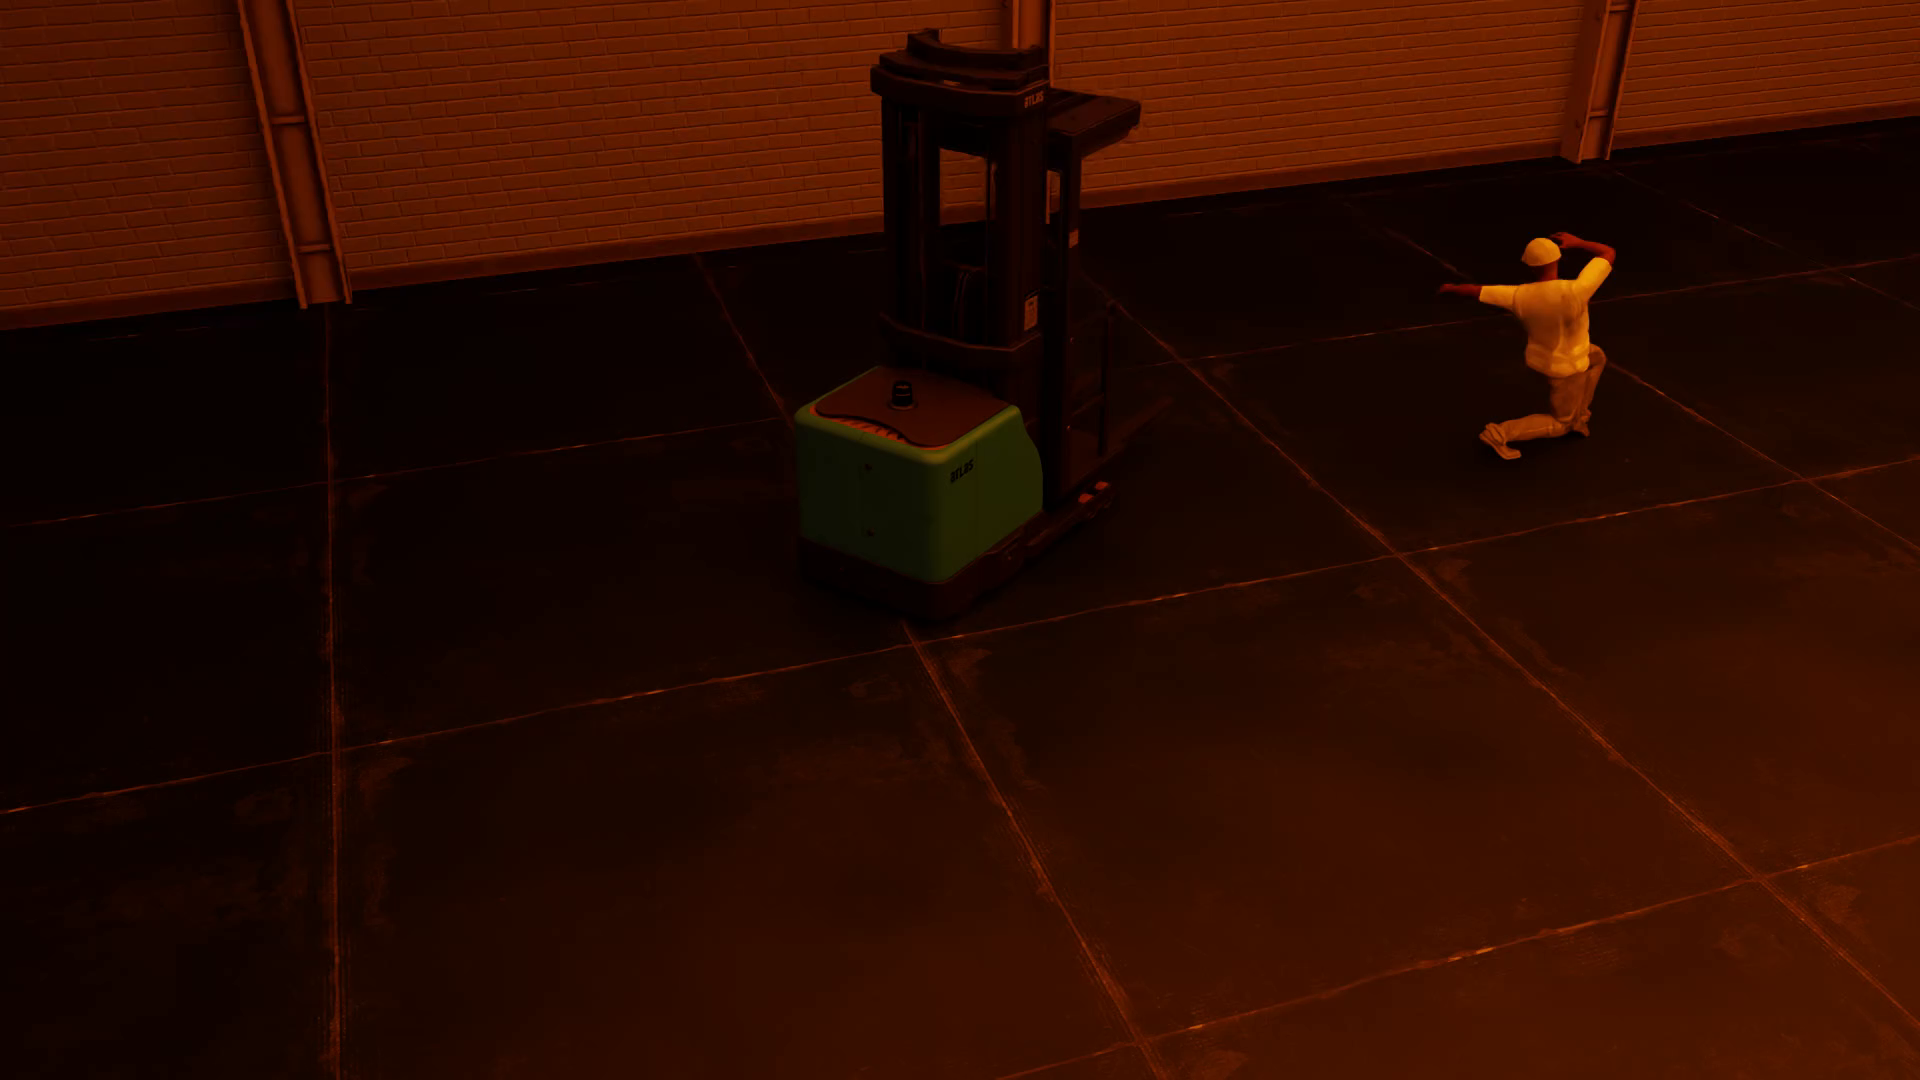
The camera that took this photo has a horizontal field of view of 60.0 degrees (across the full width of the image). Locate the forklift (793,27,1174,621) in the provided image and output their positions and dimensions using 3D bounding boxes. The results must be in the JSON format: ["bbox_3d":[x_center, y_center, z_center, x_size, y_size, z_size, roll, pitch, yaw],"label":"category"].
[{"bbox_3d":[0.318,-1.512,9.715,1.130,2.935,3.031,19,35,29],"label":"forklift"}]

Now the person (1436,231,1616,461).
[{"bbox_3d":[3.758,-1.371,10.959,0.921,1.485,1.050,-13,32,-21],"label":"person"}]
